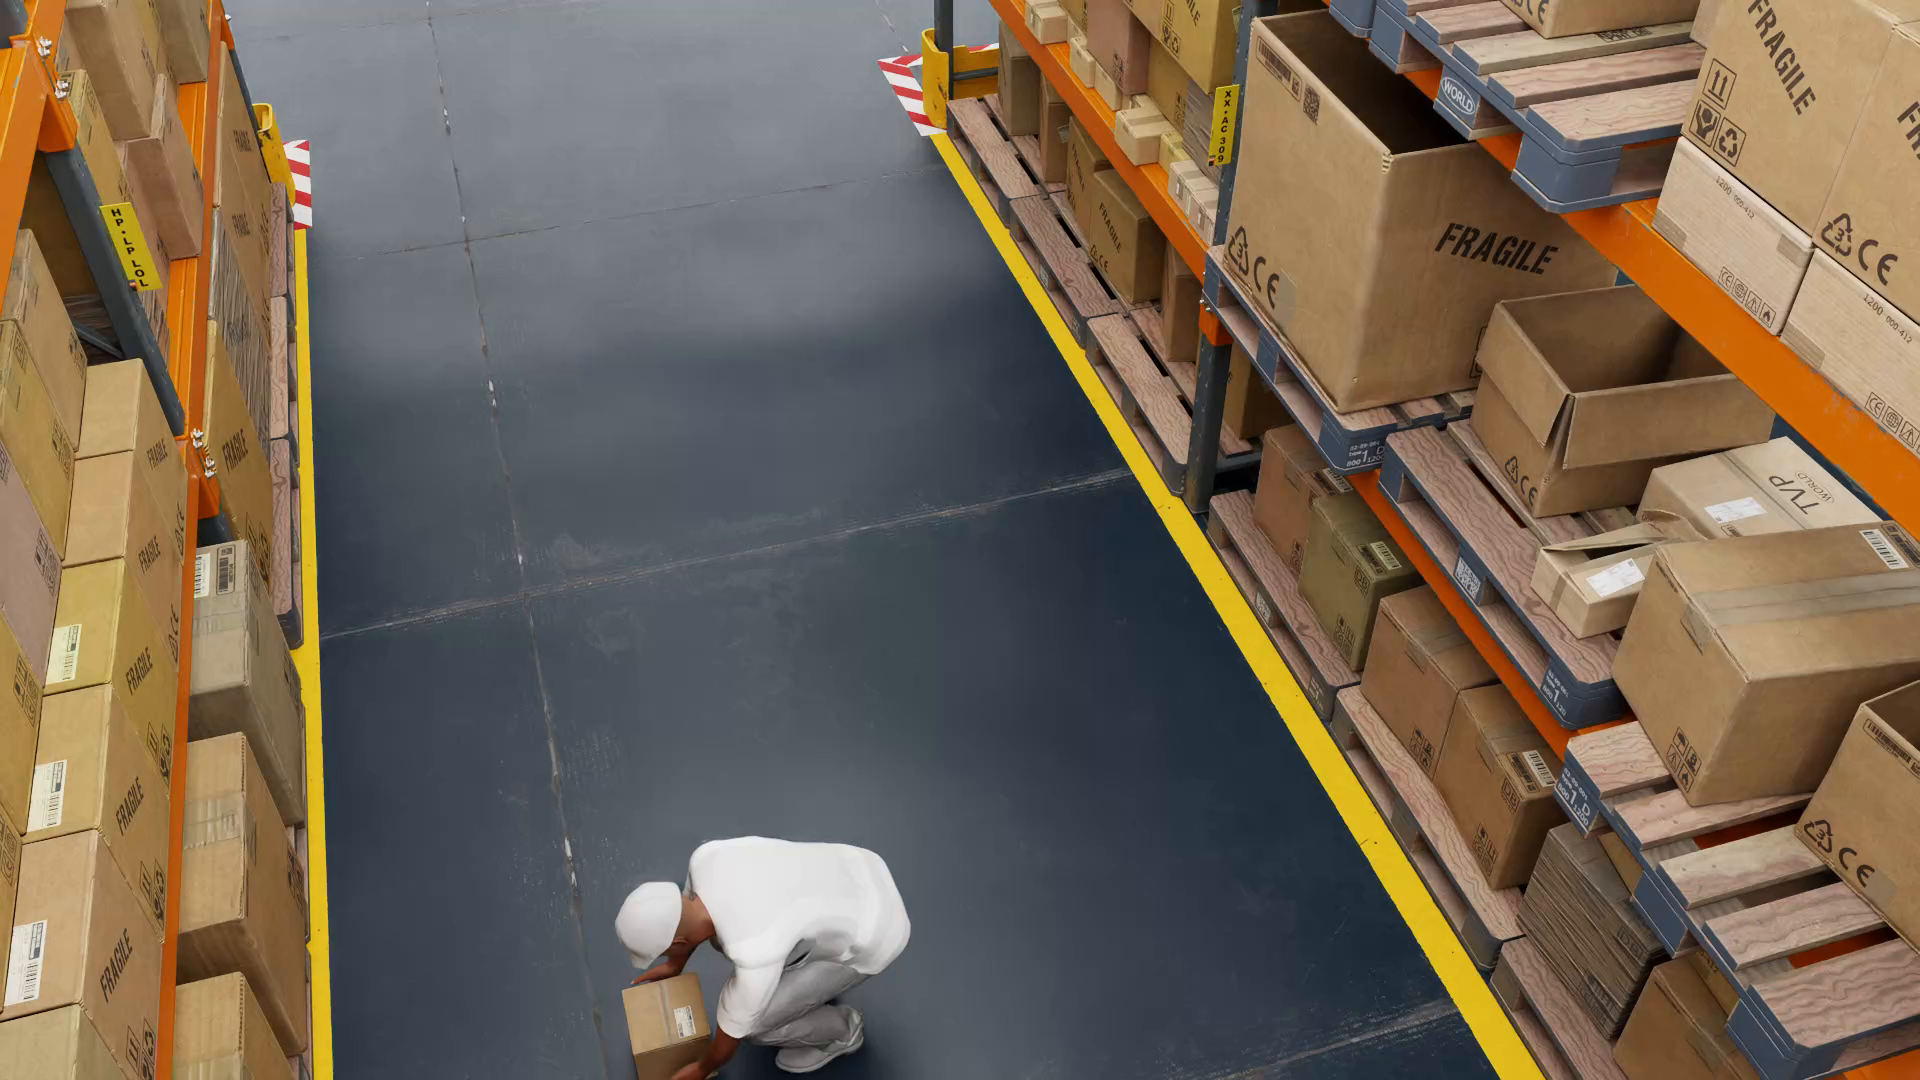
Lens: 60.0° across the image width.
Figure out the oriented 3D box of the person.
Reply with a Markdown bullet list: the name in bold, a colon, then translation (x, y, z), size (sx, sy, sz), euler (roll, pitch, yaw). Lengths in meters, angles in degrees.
- **person**: translation (-0.605, 1.316, 5.276), size (0.885, 0.975, 0.580), euler (-12, 43, -13)
